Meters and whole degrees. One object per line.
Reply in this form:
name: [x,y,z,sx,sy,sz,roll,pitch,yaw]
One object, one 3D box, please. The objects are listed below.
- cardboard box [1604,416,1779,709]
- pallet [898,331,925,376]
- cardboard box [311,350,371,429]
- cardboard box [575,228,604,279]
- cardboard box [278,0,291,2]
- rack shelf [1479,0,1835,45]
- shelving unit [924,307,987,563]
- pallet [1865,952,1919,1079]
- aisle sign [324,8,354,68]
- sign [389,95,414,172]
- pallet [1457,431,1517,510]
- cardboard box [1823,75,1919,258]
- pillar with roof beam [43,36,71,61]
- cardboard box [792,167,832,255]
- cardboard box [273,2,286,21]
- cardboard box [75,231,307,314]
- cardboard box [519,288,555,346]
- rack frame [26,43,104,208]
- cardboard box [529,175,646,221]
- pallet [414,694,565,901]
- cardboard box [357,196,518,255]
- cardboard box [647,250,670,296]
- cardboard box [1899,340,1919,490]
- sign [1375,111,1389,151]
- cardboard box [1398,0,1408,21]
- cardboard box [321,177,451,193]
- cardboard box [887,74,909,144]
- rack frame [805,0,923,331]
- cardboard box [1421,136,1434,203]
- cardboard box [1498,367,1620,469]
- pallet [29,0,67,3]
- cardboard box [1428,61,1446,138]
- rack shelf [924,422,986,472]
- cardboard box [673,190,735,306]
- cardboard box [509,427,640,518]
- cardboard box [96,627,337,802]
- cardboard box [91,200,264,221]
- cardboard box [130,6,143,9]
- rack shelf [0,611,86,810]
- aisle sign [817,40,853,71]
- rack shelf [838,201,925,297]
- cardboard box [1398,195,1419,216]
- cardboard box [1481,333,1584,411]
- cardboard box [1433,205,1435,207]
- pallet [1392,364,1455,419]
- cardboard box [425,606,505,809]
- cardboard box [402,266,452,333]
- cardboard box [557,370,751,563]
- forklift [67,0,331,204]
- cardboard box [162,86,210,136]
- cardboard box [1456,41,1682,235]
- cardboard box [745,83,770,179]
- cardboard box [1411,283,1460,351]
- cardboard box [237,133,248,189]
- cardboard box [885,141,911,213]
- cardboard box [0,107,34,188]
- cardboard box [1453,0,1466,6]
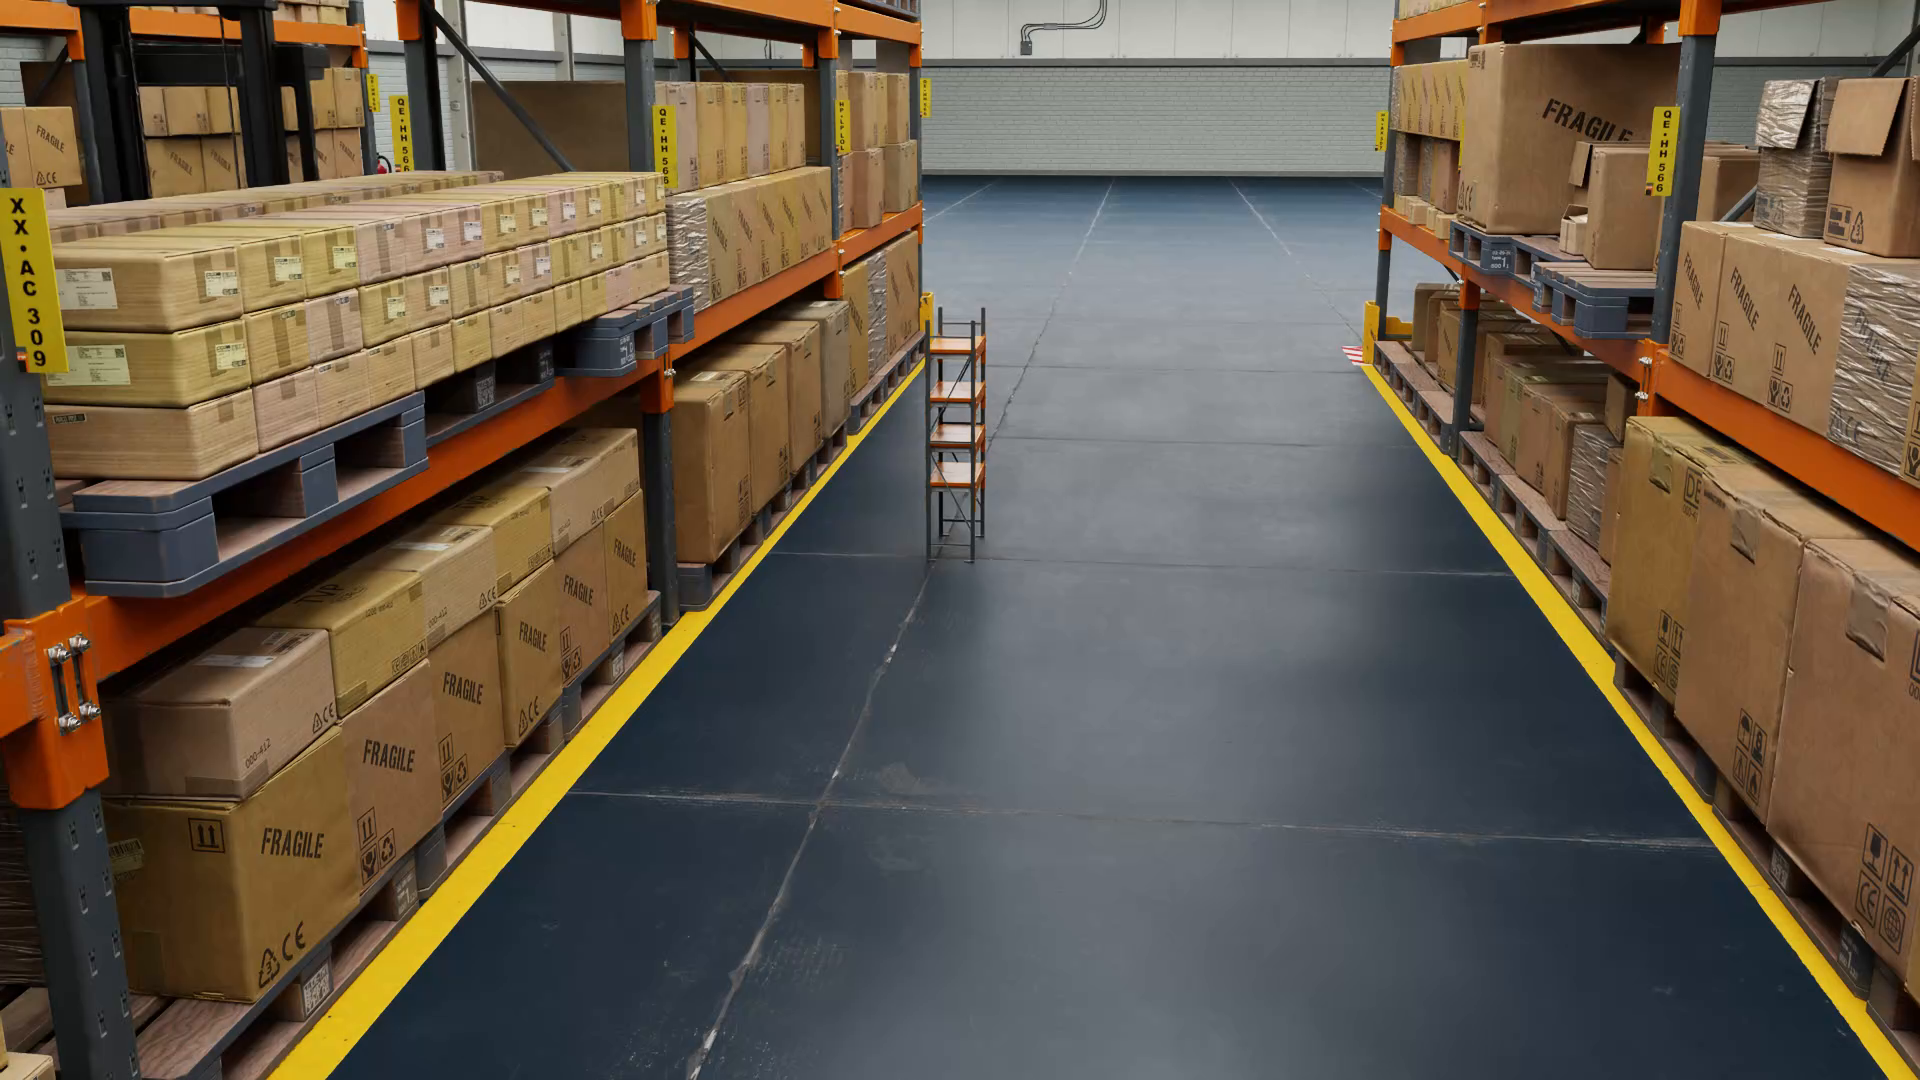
cardboard box: [3.077,0.081,5.881,1.225,0.875,0.875,1,15,4]
pallet: [-0.851,-1.611,14.217,1.003,0.211,1.213,2,15,6]
cardboard box: [-1.634,-0.362,3.930,0.380,0.149,0.250,2,15,7]
cardboard box: [-1.429,-0.973,5.622,0.380,0.149,0.250,2,15,6]
cardboard box: [-5.671,-4.400,13.159,0.500,0.250,0.500,2,15,8]
rack shelf: [3.401,-2.540,7.939,1.077,0.370,4.000,2,15,6]
shelving unit: [-0.019,-0.536,8.347,0.258,1.200,0.503,2,15,6]
pallet: [2.736,1.261,3.594,1.003,0.211,1.213,2,15,6]
aisle sign: [-5.474,-4.549,14.759,0.394,0.787,0.004,2,15,6]
sign: [-2.294,-1.667,6.861,0.100,0.325,0.005,2,15,6]
pallet: [3.540,-0.409,9.772,1.003,0.211,1.213,2,15,6]
cardboard box: [3.000,-1.094,4.850,0.797,0.503,0.637,2,15,8]
pillar with roof beam: [-6.721,-7.603,19.541,9.100,9.000,0.400,2,15,6]
cardboard box: [-1.084,-2.035,10.249,0.500,0.500,0.500,2,15,6]
cardboard box: [-5.666,-4.250,13.366,0.380,0.149,0.250,2,15,6]
cardboard box: [-1.666,-0.585,3.615,0.380,0.149,0.250,2,15,8]
cardboard box: [-1.491,-0.700,5.180,0.380,0.149,0.250,2,15,8]
rack frame: [-6.220,-2.249,11.234,1.000,3.000,0.127,2,15,6]
cardboard box: [-1.372,-1.255,6.095,0.380,0.149,0.250,2,15,6]
pallet: [-1.971,0.772,5.403,1.003,0.211,1.213,2,15,6]
cardboard box: [-1.520,-0.918,4.846,0.380,0.149,0.250,2,15,8]
cardboard box: [-1.341,-1.032,6.410,0.380,0.149,0.250,2,15,7]
cardboard box: [2.620,-0.324,3.923,0.500,0.500,0.500,2,15,6]
sign: [3.539,-3.429,13.937,0.100,0.325,0.005,2,15,6]
cardboard box: [3.767,-4.253,13.186,0.500,0.250,0.500,2,15,8]
cardboard box: [-2.046,-1.214,5.941,0.380,0.149,0.250,2,15,6]
cardboard box: [-0.890,-3.520,13.579,0.875,0.550,0.550,2,15,6]
rack frame: [-0.839,-3.167,14.629,1.000,3.000,0.127,2,15,6]
cardboard box: [3.952,-2.783,12.447,0.875,0.500,0.500,2,15,6]
cardboard box: [3.463,-0.681,9.382,0.700,0.500,0.500,2,15,6]
pallet: [-6.396,-3.450,10.287,1.213,0.211,1.003,2,15,6]
cardboard box: [3.516,-3.016,11.393,0.500,0.500,0.500,2,15,6]
rack shelf: [-0.019,-0.471,8.364,0.258,0.148,0.480,2,15,6]
cardboard box: [-1.368,-1.381,7.831,0.500,0.500,0.500,2,15,6]
cardboard box: [-1.558,-0.265,6.444,0.500,0.250,0.500,1,15,5]
cardboard box: [-1.847,0.403,3.972,0.500,0.250,0.500,1,15,4]
cardboard box: [-2.194,-0.871,4.675,0.380,0.149,0.250,1,15,4]
cardboard box: [-5.854,-3.716,11.393,0.380,0.149,0.250,2,15,6]
rack shelf: [-2.419,0.811,1.294,1.077,0.370,4.000,2,15,6]
aisle sign: [-1.129,-4.449,14.390,0.394,0.787,0.004,2,15,6]
rack shelf: [-1.065,-2.301,12.804,1.077,0.370,4.000,2,15,6]
cardboard box: [3.719,-2.678,13.301,0.380,0.149,0.250,2,15,6]
cardboard box: [3.711,-1.056,10.806,0.500,0.500,0.500,1,15,5]
cardboard box: [3.647,-2.352,12.094,0.380,0.149,0.250,2,15,6]
pallet: [3.802,-1.104,12.340,1.003,0.211,1.213,2,15,6]
cardboard box: [-1.742,0.492,5.082,0.500,0.500,0.500,2,15,7]
cardboard box: [-1.579,-0.640,4.390,0.380,0.149,0.250,2,15,9]
cardboard box: [-1.584,-0.364,7.768,1.050,0.750,0.750,1,15,5]
forklift: [-4.062,-1.682,9.266,1.130,2.935,3.031,-3,15,-9]
cardboard box: [-5.876,-3.163,11.938,0.700,0.500,0.500,2,15,7]
cardboard box: [3.398,-2.248,9.275,1.000,1.000,1.000,2,15,7]
cardboard box: [-1.454,-2.267,9.193,0.700,0.500,0.500,2,15,7]
cardboard box: [3.991,-1.830,13.666,0.500,0.500,0.500,5,16,17]
cardboard box: [-5.753,-2.940,13.025,0.500,0.500,0.500,2,15,7]
cardboard box: [-0.876,-2.999,13.718,0.875,0.550,0.550,2,15,6]
cardboard box: [-6.099,-2.389,10.184,0.500,0.500,0.500,2,15,7]
cardboard box: [3.488,-3.594,10.748,0.500,0.250,0.500,2,15,8]
